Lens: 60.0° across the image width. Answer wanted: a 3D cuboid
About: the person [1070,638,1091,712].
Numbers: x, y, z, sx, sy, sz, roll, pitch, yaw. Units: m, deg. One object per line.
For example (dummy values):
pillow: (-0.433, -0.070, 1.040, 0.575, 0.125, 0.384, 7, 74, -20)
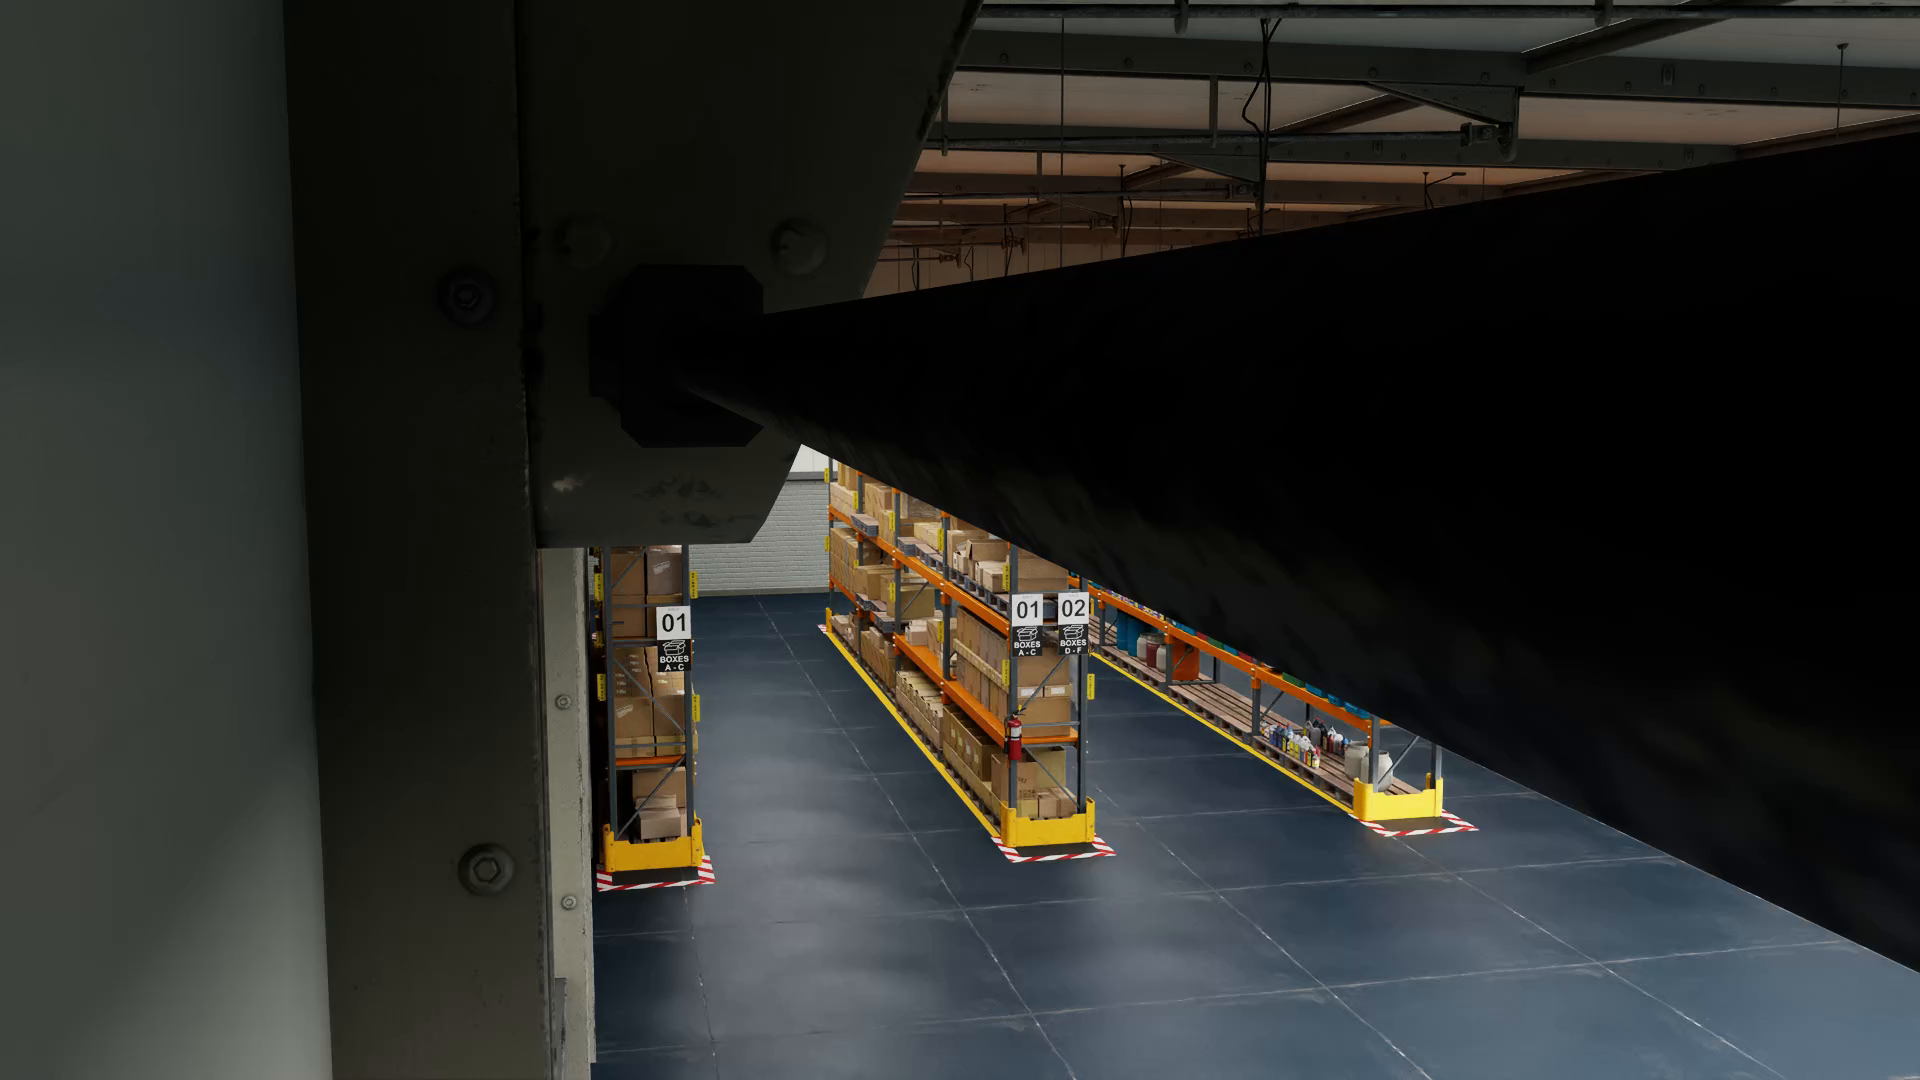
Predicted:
person: (2.000, 2.126, 28.603, 0.575, 1.635, 0.731, -2, 7, -19)
